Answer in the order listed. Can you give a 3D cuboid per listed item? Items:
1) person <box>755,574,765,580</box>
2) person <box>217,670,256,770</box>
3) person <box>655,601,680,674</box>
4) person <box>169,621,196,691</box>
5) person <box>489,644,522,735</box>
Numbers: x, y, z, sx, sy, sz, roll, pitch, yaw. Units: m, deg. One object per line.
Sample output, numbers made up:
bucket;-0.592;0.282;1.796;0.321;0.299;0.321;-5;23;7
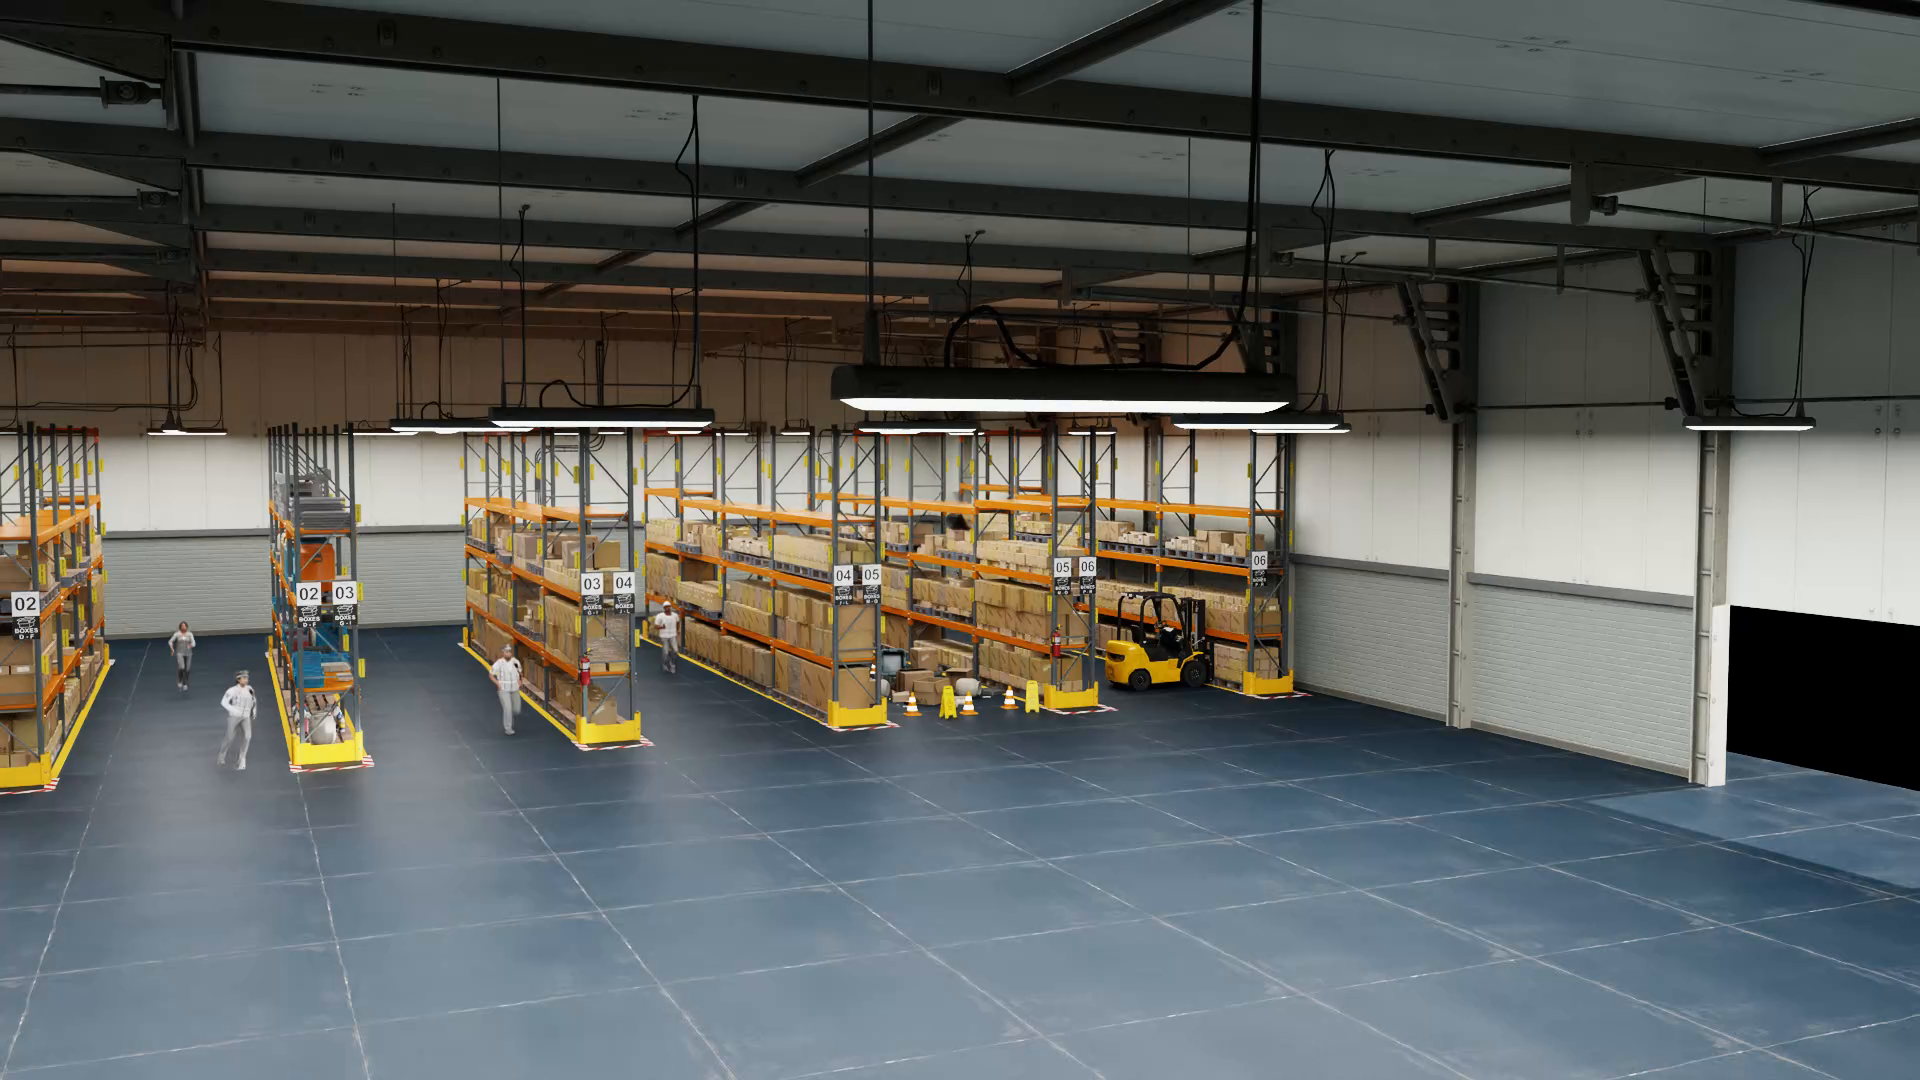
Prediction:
person;-6.094;1.768;50.596;0.655;1.739;0.696;-1;4;-14
person;-12.555;3.123;29.017;0.743;1.713;0.678;3;5;45
person;-7.078;2.380;40.415;0.677;1.795;0.683;-2;4;-24
person;-17.546;2.622;37.579;0.515;1.567;0.639;-3;4;-36
person;-8.792;2.879;32.279;0.666;1.734;0.685;-3;4;-36
